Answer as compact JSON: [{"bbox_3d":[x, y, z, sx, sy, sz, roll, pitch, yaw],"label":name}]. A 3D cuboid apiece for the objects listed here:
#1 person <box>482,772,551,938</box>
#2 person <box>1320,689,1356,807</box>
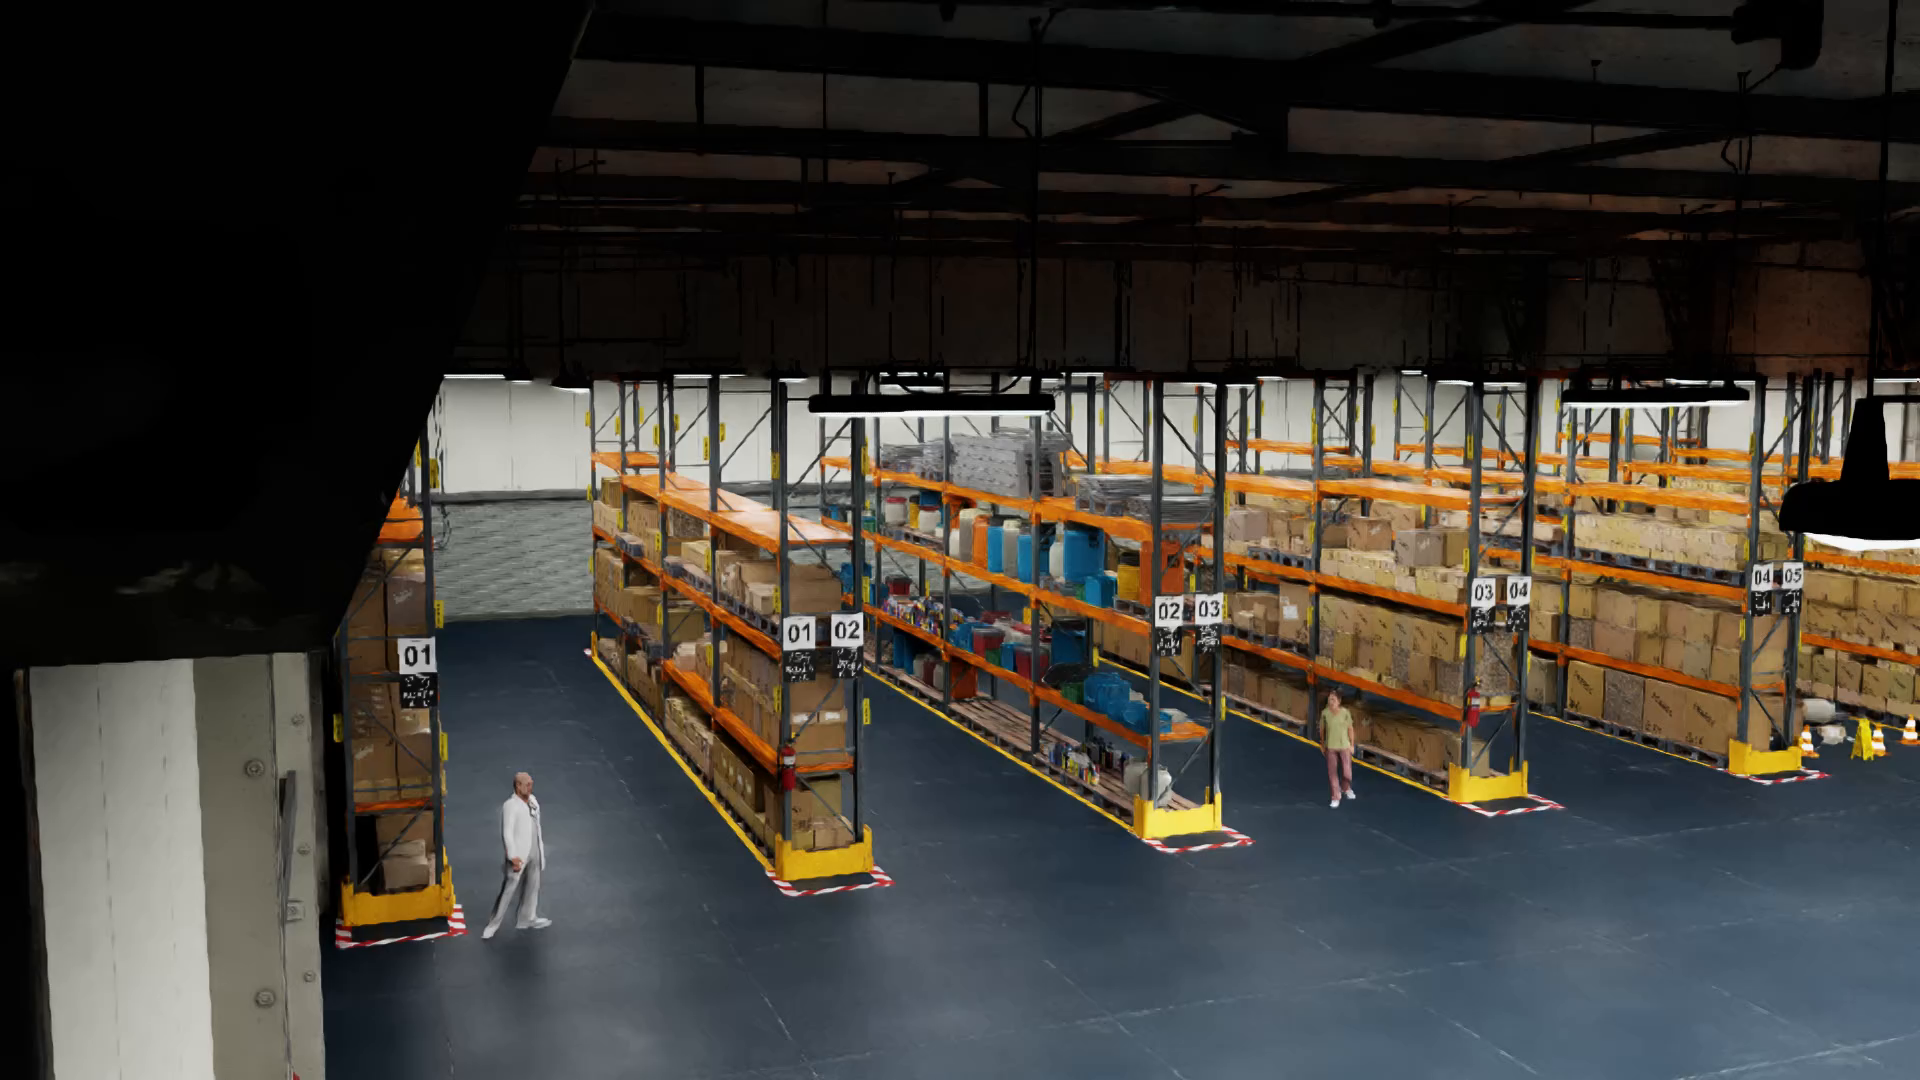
[{"bbox_3d":[-4.884,3.430,18.167,0.512,1.773,0.769,3,7,25],"label":"person"},{"bbox_3d":[5.319,2.901,23.399,0.513,1.664,0.506,2,7,17],"label":"person"}]
